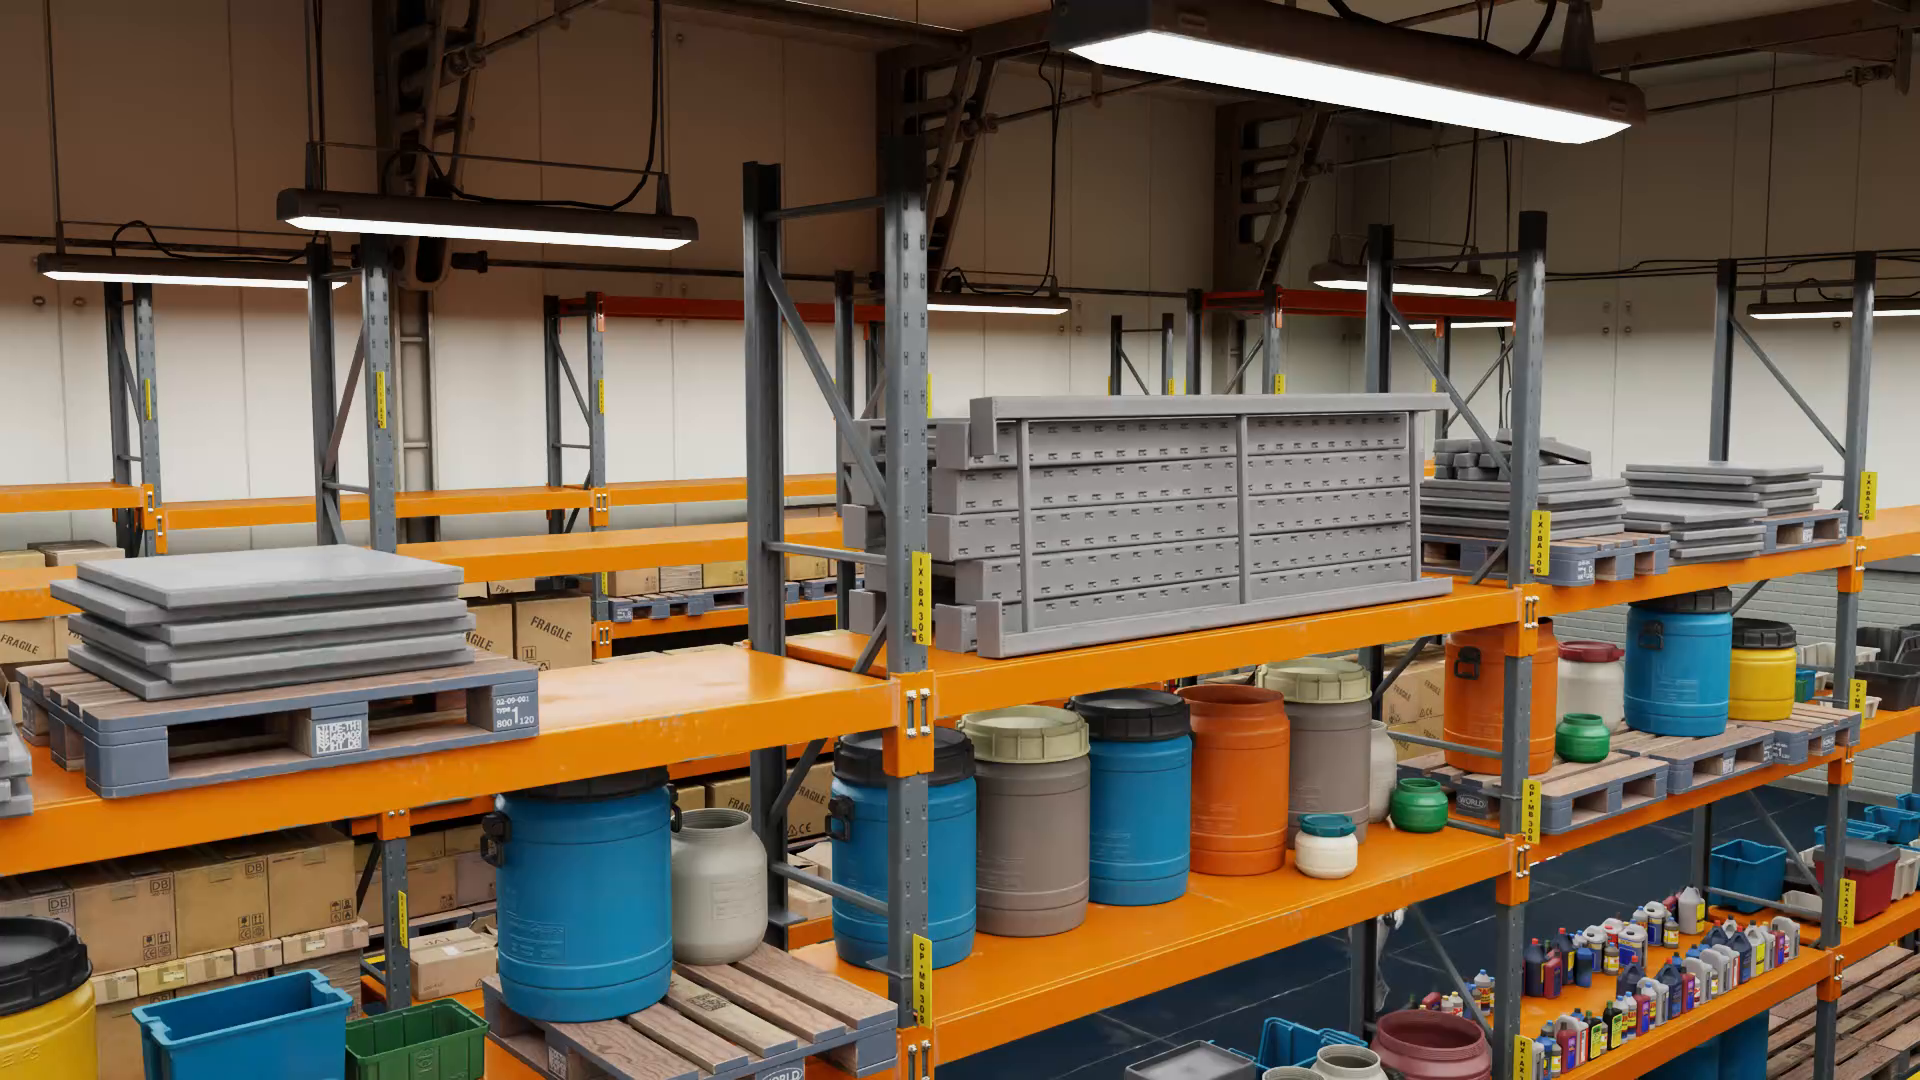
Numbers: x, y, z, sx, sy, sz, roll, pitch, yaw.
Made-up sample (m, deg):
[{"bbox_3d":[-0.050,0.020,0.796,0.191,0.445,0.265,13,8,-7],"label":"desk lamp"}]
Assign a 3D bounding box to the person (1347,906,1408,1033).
[{"bbox_3d":[3.240,3.038,13.172,0.599,1.712,0.892,5,7,42],"label":"person"}]
